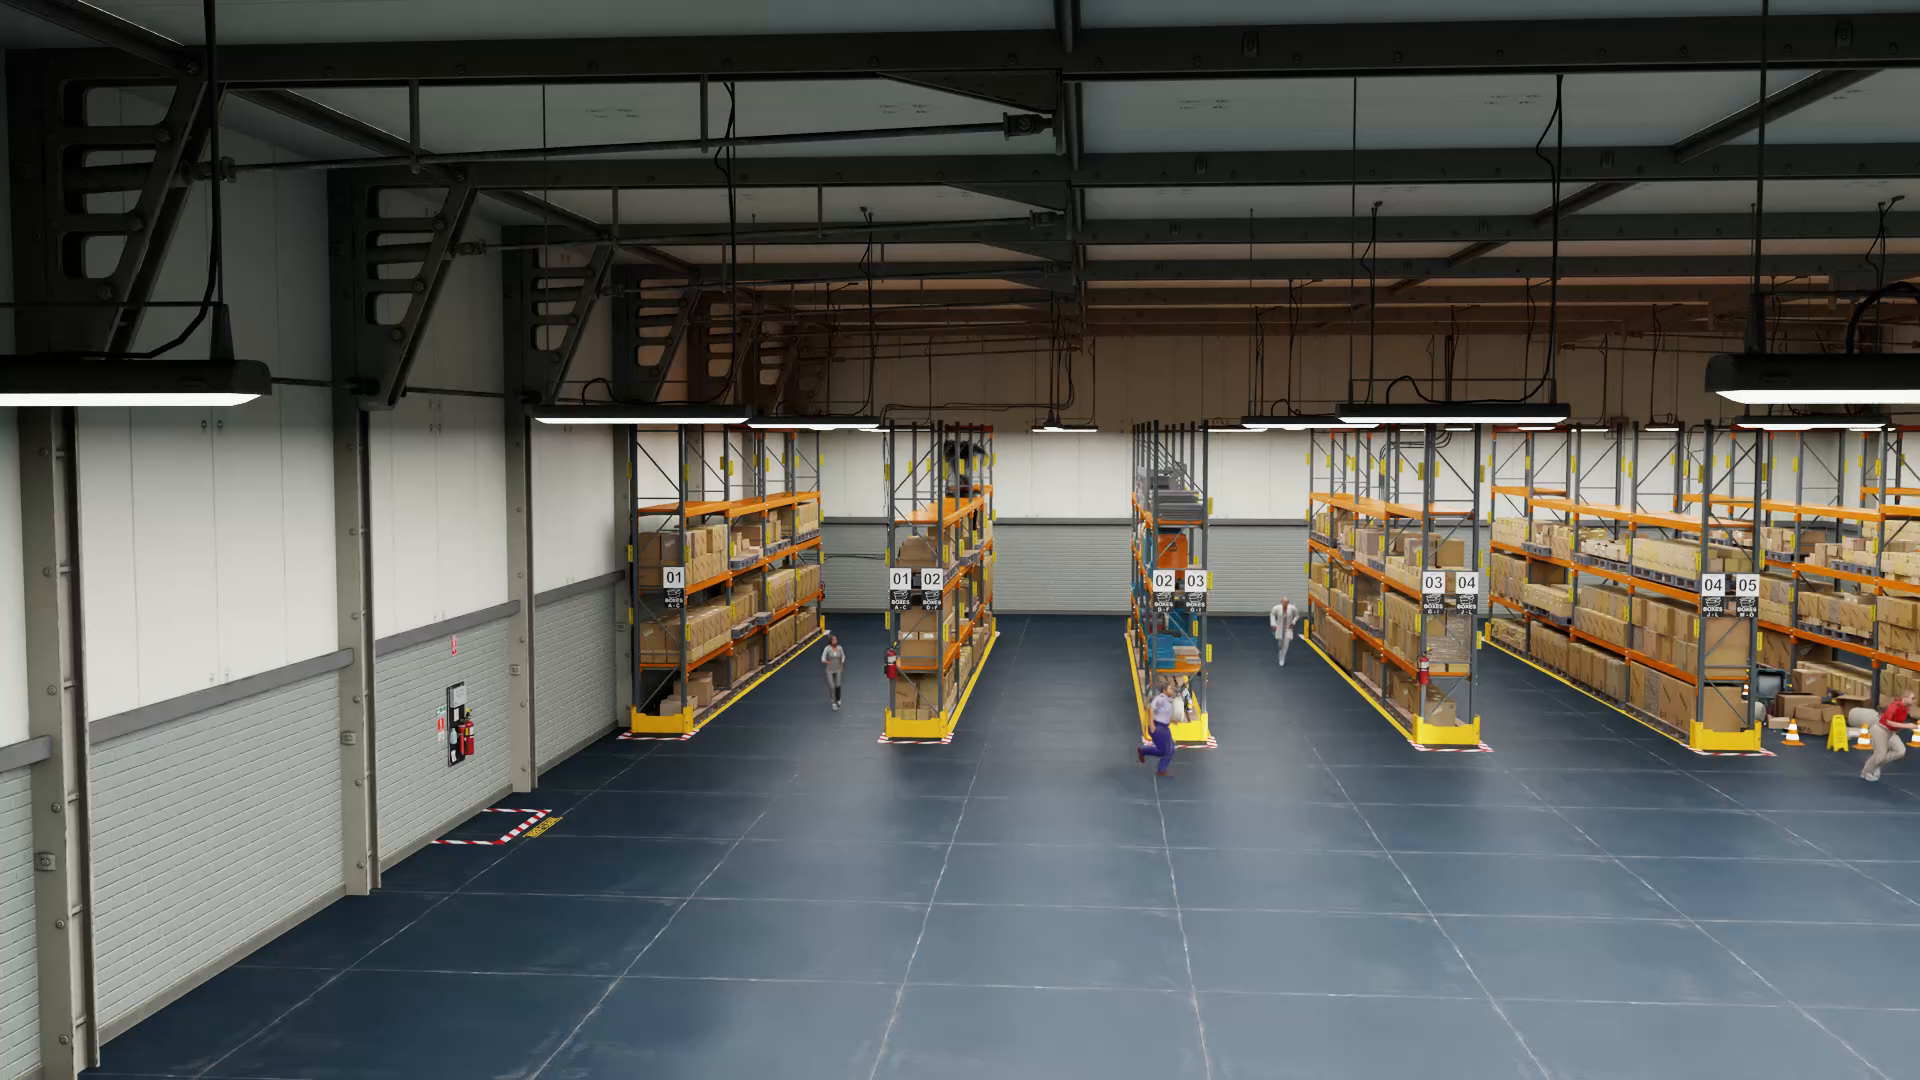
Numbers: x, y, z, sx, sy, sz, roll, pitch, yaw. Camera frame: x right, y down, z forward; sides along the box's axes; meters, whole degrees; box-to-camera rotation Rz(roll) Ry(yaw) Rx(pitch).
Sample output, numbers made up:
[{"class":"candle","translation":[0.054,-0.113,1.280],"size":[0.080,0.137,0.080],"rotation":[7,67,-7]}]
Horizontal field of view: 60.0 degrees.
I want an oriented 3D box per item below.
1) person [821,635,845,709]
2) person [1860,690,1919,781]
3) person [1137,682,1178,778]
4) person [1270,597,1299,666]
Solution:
[{"class":"person","translation":[-2.617,2.792,34.477],"size":[0.512,1.474,0.604],"rotation":[-1,4,-11]},{"class":"person","translation":[15.340,3.210,27.356],"size":[0.700,1.557,0.912],"rotation":[-3,5,-37]},{"class":"person","translation":[3.316,3.189,27.893],"size":[0.668,1.601,0.637],"rotation":[2,4,27]},{"class":"person","translation":[8.107,2.266,41.582],"size":[0.708,1.709,0.828],"rotation":[0,4,6]}]
